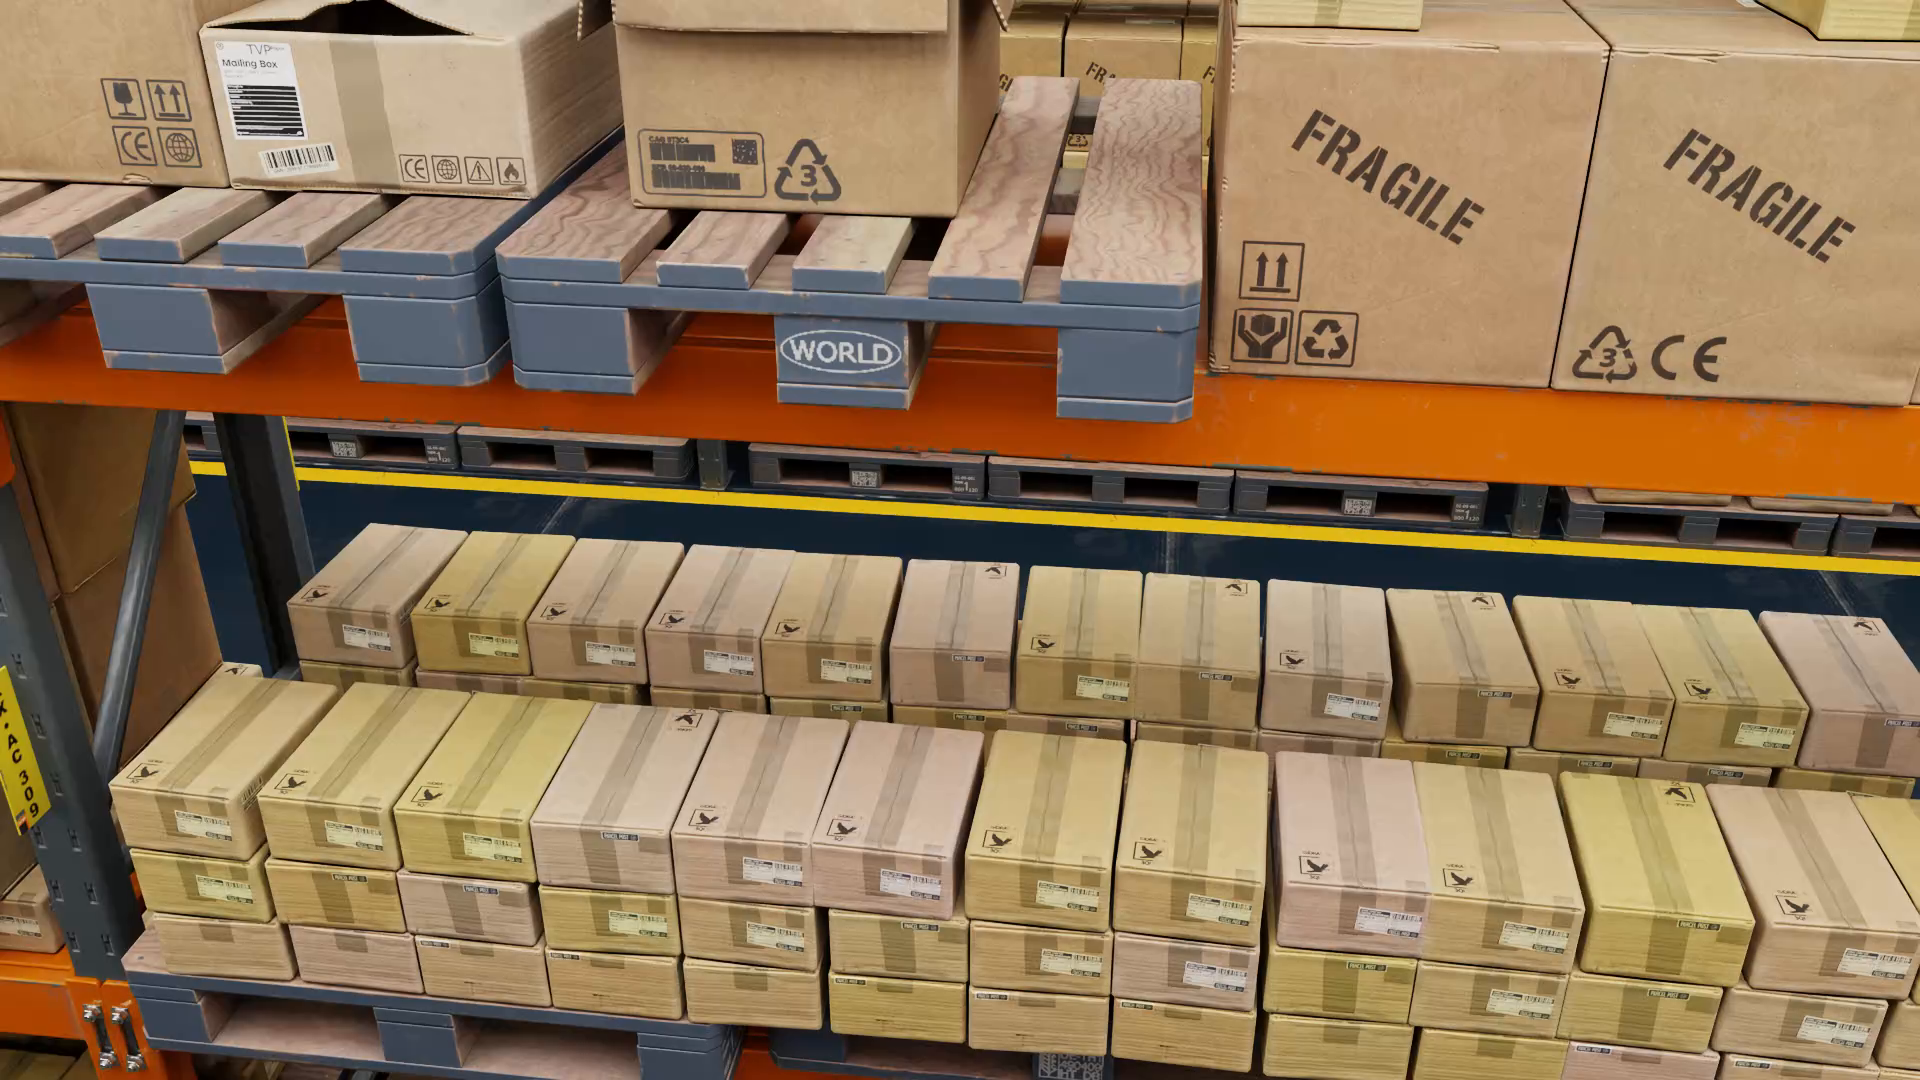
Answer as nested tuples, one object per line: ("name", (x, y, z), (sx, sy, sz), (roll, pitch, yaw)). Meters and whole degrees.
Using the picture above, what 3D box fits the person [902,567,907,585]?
("person", (-0.287, 0.646, 5.734), (0.512, 0.974, 0.944), (2, 28, 4))
